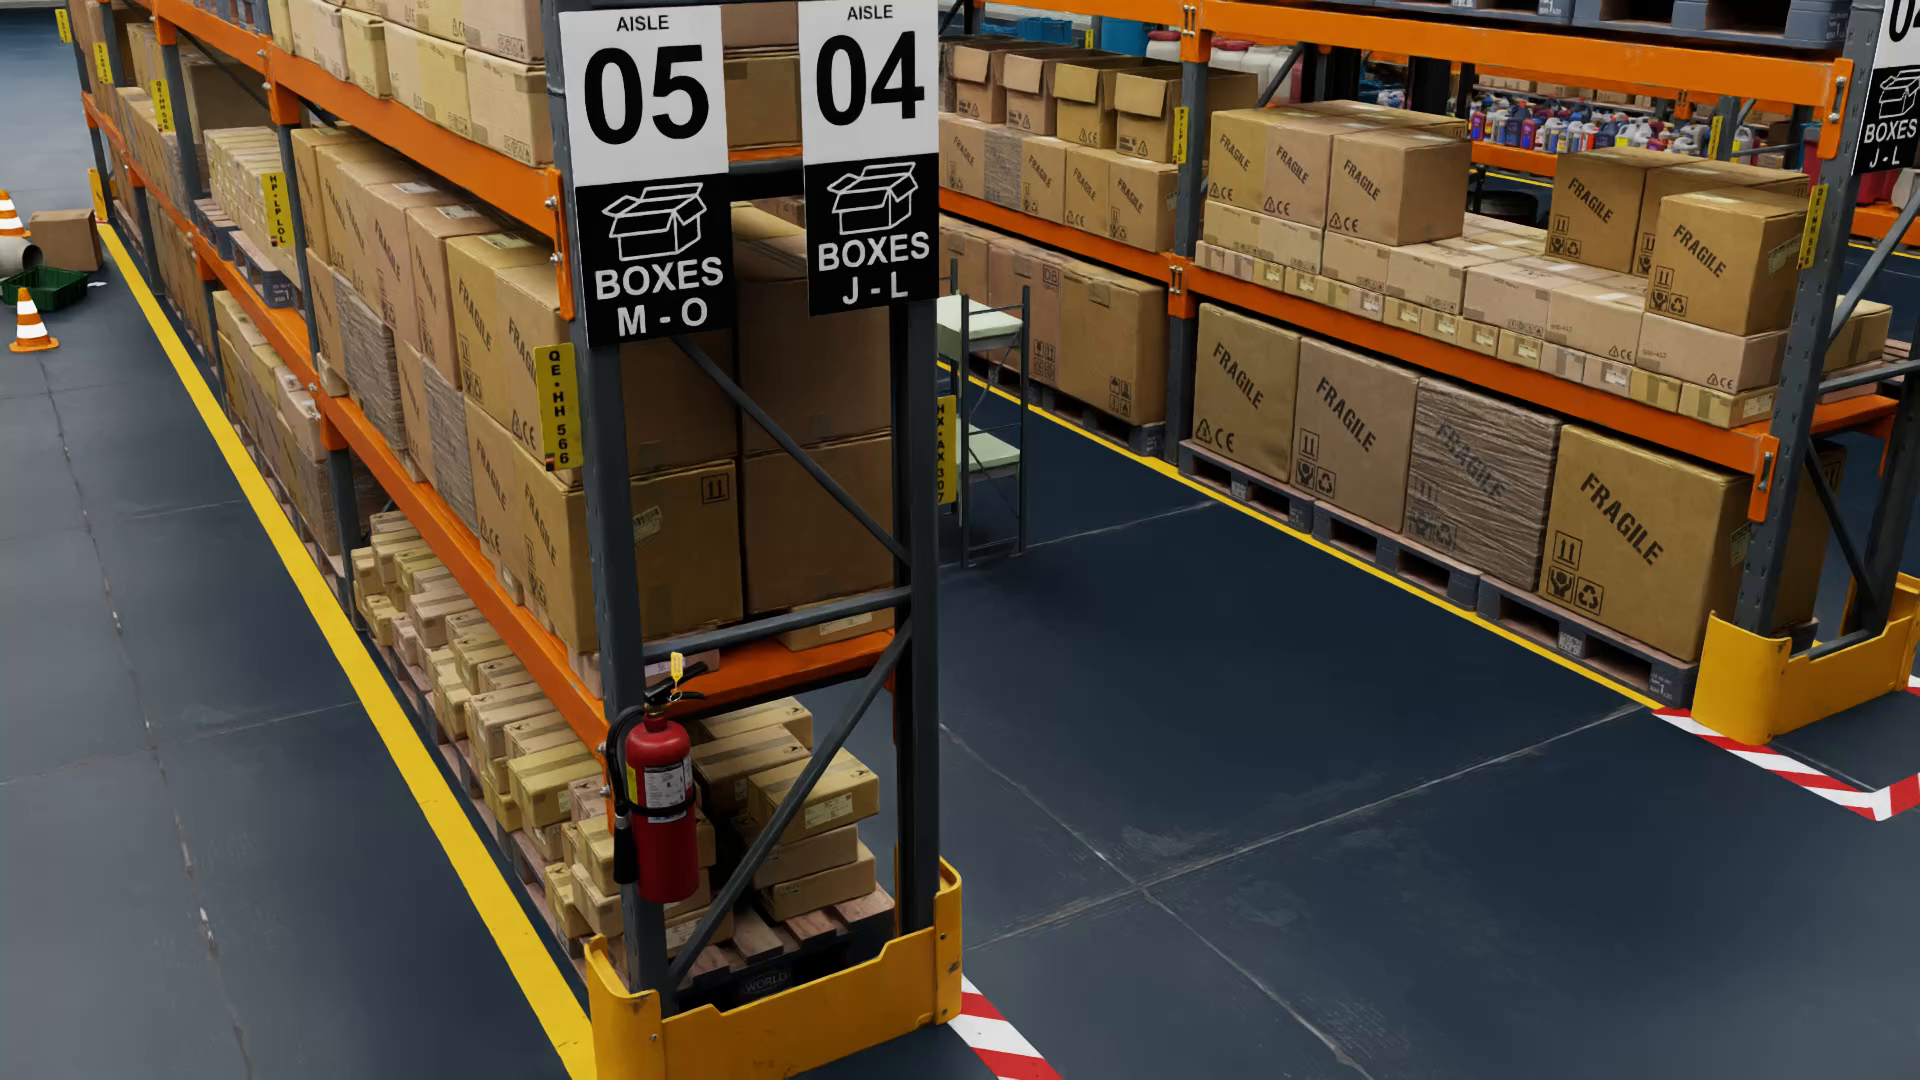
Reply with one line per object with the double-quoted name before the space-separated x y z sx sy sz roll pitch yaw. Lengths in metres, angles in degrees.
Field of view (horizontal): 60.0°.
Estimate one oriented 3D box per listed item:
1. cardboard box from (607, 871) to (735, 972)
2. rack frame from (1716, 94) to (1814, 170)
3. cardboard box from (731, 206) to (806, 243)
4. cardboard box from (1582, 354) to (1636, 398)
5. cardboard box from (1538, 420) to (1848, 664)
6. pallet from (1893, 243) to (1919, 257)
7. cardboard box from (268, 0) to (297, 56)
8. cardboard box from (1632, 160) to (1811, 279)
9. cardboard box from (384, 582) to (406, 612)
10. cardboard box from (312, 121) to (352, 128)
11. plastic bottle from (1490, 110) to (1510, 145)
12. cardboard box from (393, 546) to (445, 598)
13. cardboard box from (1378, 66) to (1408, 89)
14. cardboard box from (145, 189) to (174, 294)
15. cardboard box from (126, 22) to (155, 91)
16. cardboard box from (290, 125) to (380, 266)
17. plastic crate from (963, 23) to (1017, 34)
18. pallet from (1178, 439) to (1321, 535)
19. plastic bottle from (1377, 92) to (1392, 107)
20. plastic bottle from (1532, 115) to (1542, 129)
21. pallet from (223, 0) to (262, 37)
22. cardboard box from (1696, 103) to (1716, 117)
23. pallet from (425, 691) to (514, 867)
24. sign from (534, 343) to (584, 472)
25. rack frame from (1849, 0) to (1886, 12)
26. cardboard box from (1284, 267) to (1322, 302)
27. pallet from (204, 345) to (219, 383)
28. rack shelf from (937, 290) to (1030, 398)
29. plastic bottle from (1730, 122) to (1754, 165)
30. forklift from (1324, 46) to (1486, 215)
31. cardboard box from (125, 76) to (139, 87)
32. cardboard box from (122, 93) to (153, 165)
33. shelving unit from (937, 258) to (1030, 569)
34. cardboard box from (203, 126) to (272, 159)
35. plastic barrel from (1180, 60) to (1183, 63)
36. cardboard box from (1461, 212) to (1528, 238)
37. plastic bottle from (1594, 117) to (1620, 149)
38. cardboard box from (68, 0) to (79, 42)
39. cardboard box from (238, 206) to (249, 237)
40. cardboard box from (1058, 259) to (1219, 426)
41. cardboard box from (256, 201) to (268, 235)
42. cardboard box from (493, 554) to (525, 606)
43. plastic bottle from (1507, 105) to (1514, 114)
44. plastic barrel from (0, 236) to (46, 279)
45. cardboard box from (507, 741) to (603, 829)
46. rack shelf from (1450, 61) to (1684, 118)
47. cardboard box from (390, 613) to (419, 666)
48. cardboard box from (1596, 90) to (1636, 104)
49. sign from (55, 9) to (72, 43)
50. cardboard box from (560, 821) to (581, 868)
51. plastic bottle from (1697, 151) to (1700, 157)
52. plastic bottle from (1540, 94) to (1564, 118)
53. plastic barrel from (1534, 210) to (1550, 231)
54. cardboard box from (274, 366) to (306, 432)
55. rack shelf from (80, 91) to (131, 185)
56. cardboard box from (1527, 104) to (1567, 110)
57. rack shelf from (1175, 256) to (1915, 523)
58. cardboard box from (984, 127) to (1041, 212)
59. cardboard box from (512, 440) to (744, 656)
"cardboard box" -0.970 1.246 5.492 0.380 0.149 0.250 -12 25 -27
"rack frame" 6.008 -2.919 12.510 1.000 3.000 0.127 -13 25 -28
"cardboard box" -0.786 -0.756 5.332 0.500 0.500 0.500 -12 25 -27
"cardboard box" 3.067 -0.773 7.563 0.380 0.149 0.250 -13 25 -28
"cardboard box" 3.398 -0.074 7.773 0.875 0.875 0.875 -13 25 -28
"pallet" 9.821 -2.835 16.006 1.003 0.211 1.213 -13 25 -28
"cardboard box" -2.556 -2.165 6.869 0.500 0.250 0.500 -11 25 -26
"cardboard box" 3.525 -1.457 7.719 0.500 0.500 0.500 -13 26 -30
"cardboard box" -2.449 0.187 7.702 0.380 0.149 0.250 -12 25 -28
"cardboard box" -3.964 -2.623 10.768 0.380 0.149 0.250 -14 26 -30
"plastic bottle" 4.617 -3.505 14.117 0.152 0.276 0.135 -13 25 -28
"cardboard box" -2.306 0.130 7.447 0.380 0.149 0.250 -13 25 -29
"cardboard box" 5.952 -6.099 22.432 0.500 0.500 0.500 -13 25 -28
"cardboard box" -6.257 -2.604 14.163 1.050 0.750 0.750 -13 25 -29
"cardboard box" -6.393 -3.985 13.671 0.700 0.500 0.500 -13 26 -29
"cardboard box" -2.544 -1.500 7.161 0.500 0.500 0.500 -12 25 -27
"plastic crate" 0.392 -6.630 21.838 0.499 0.251 0.616 -13 25 -28
"pallet" 2.072 -0.413 10.048 1.003 0.211 1.213 -13 25 -28
"plastic bottle" 3.908 -3.954 15.221 0.152 0.276 0.135 -13 25 -28
"plastic bottle" 4.799 -3.412 13.894 0.097 0.271 0.097 0 22 0
"pallet" -2.789 -2.568 7.912 1.213 0.211 1.003 -13 25 -28
"cardboard box" 10.829 -6.225 23.379 0.700 0.500 0.500 -12 25 -26
"pallet" -1.565 0.853 6.933 1.003 0.211 1.213 -13 25 -28
"sign" -1.009 -0.333 4.189 0.100 0.325 0.005 -13 25 -28
"rack frame" 3.794 -3.451 5.851 1.000 3.000 0.127 -13 25 -28
"cardboard box" 2.021 -1.435 9.193 0.380 0.149 0.250 -13 26 -30
"pallet" -4.946 -1.318 12.273 1.003 0.211 1.213 -13 25 -28
"rack shelf" -0.003 -1.058 8.887 0.431 0.370 0.720 -13 25 -28
"plastic bottle" 6.087 -3.086 12.985 0.144 0.351 0.185 -13 25 -28
"forklift" 3.435 -2.983 12.757 1.130 2.935 3.031 17 27 35
"cardboard box" -6.851 -3.821 14.530 0.875 0.550 0.550 -13 25 -28
"cardboard box" -6.356 -3.296 13.304 0.500 0.500 0.500 -12 25 -28
"shelving unit" -0.003 -0.697 9.034 0.431 1.500 0.755 -13 25 -28
"cardboard box" -4.537 -2.505 10.478 0.380 0.149 0.250 -13 25 -28
"plastic barrel" 2.466 -4.987 17.780 0.301 0.262 0.301 0 22 0
"cardboard box" 2.729 -1.610 9.093 0.500 0.250 0.500 -12 25 -27
"plastic bottle" 5.163 -3.191 13.243 0.144 0.351 0.185 -13 25 -28
"cardboard box" -8.539 -5.372 16.911 0.875 0.550 0.550 -13 25 -28
"cardboard box" -4.001 -1.888 9.748 0.380 0.149 0.250 -12 25 -27
"cardboard box" 1.406 -1.380 10.987 1.225 0.875 0.875 -13 25 -28
"cardboard box" -3.615 -1.778 9.083 0.380 0.149 0.250 -12 25 -28
"cardboard box" -1.318 0.071 5.487 0.380 0.149 0.250 -12 25 -27
"plastic bottle" 4.948 -3.800 14.941 0.097 0.201 0.097 0 22 0
"plastic barrel" -8.550 -2.514 14.933 0.512 0.421 0.421 4 22 9
"cardboard box" -1.331 0.826 5.734 0.380 0.149 0.250 -13 26 -29
"rack shelf" 7.204 -5.480 19.765 1.077 0.370 4.000 -13 25 -28
"cardboard box" -2.348 0.417 7.530 0.380 0.149 0.250 -13 25 -28
"cardboard box" 9.874 -6.788 24.765 0.500 0.500 0.500 -15 26 -32
"sign" -9.175 -5.263 17.020 0.100 0.325 0.005 -13 25 -28
"cardboard box" -1.124 1.027 5.634 0.380 0.149 0.250 -13 26 -29
"plastic bottle" 5.627 -2.923 12.782 0.097 0.201 0.097 0 22 0
"plastic bottle" 5.168 -3.713 14.528 0.144 0.351 0.185 -13 25 -28
"plastic barrel" 5.172 -2.570 14.396 0.421 0.512 0.421 0 22 0
"cardboard box" -3.414 -0.791 9.039 0.500 0.250 0.500 -11 25 -26
"rack shelf" -7.673 -3.949 15.999 1.077 0.370 4.000 -13 25 -28
"cardboard box" 7.160 -5.236 20.558 0.500 0.311 0.500 -13 25 -28
"rack shelf" 2.772 -0.986 8.709 1.077 0.370 4.000 -13 25 -28
"cardboard box" 0.505 -2.604 11.602 0.500 0.500 0.500 -13 25 -28
"cardboard box" -0.973 -0.030 4.875 0.500 0.500 0.500 -12 25 -27
